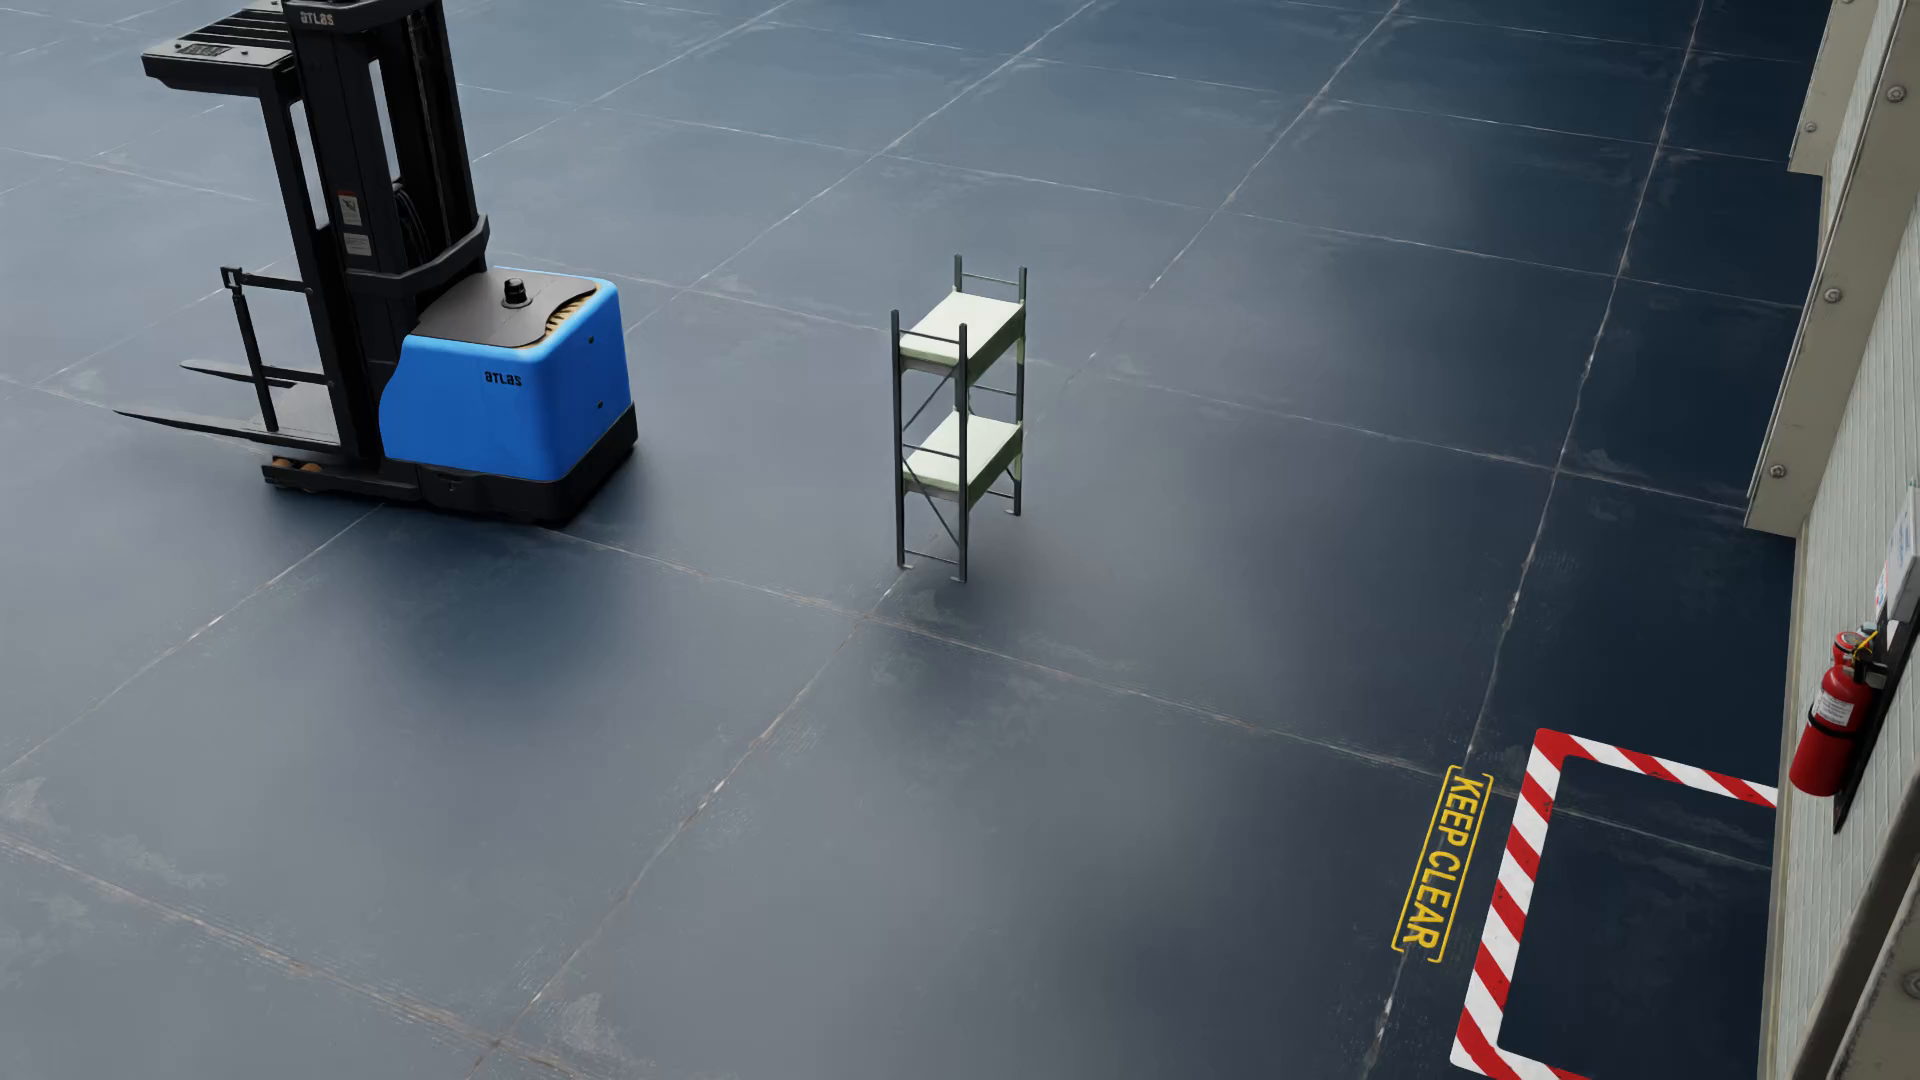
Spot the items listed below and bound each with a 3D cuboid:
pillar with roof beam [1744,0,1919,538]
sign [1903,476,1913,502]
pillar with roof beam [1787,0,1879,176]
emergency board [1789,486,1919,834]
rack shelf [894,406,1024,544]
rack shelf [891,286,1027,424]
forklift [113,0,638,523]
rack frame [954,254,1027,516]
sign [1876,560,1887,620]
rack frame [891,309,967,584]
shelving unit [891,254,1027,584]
[{"bbox_3d":[0.661,-4.886,8.364,9.100,9.000,0.400,14,36,20],"label":"pillar with roof beam"},{"bbox_3d":[3.445,-0.112,6.037,0.001,0.109,0.331,14,36,20],"label":"sign"},{"bbox_3d":[3.172,-7.875,12.921,9.100,9.000,0.400,14,36,20],"label":"pillar with roof beam"},{"bbox_3d":[3.130,0.376,5.809,0.194,1.169,0.643,14,36,20],"label":"emergency board"},{"bbox_3d":[0.003,-0.358,8.891,0.431,0.370,0.720,14,36,20],"label":"rack shelf"},{"bbox_3d":[0.003,-0.957,8.498,0.431,0.370,0.720,14,36,20],"label":"rack shelf"},{"bbox_3d":[-3.495,-1.764,9.136,3.031,2.935,1.130,9,34,13],"label":"forklift"},{"bbox_3d":[0.156,-0.813,8.990,0.400,1.500,0.023,14,36,20],"label":"rack frame"},{"bbox_3d":[3.455,0.110,6.183,0.001,0.329,0.234,14,36,20],"label":"sign"},{"bbox_3d":[-0.150,-0.448,8.434,0.400,1.500,0.023,14,36,20],"label":"rack frame"},{"bbox_3d":[0.003,-0.631,8.712,0.431,1.500,0.755,14,36,20],"label":"shelving unit"}]
